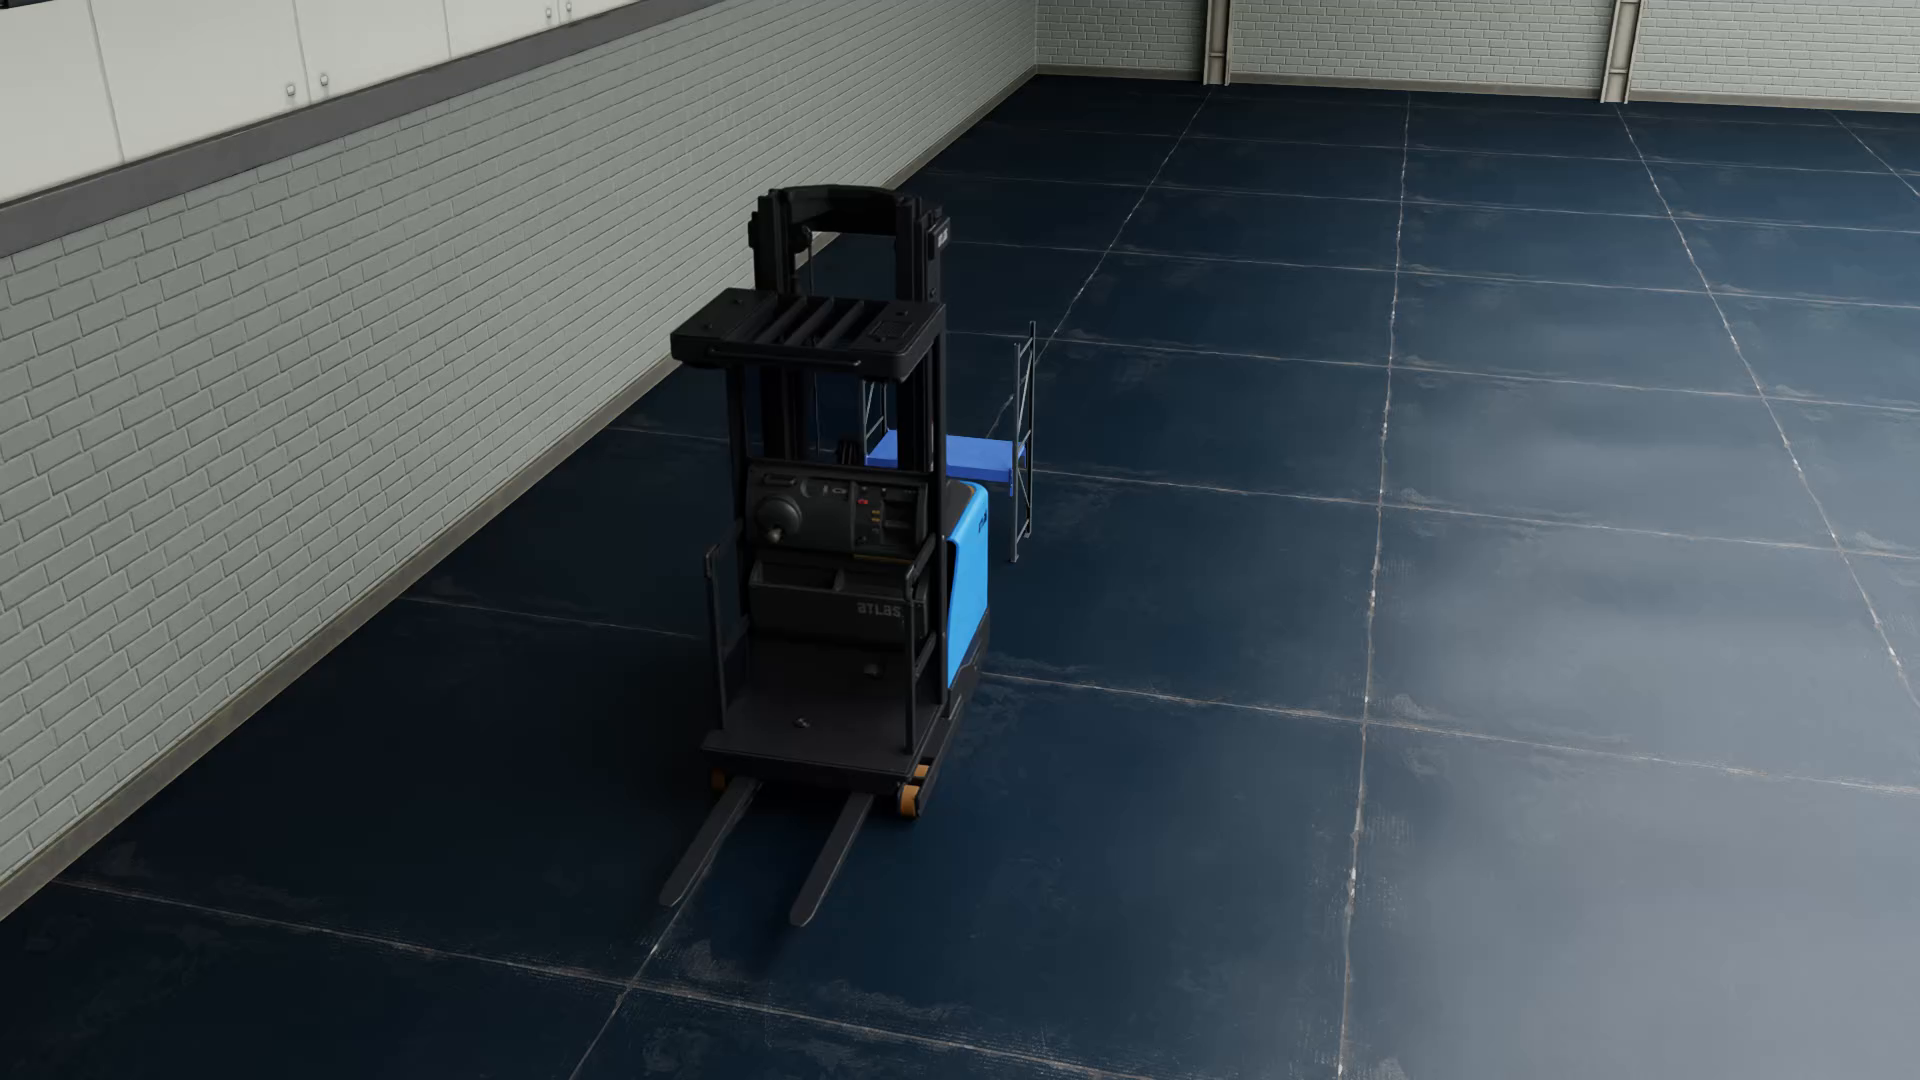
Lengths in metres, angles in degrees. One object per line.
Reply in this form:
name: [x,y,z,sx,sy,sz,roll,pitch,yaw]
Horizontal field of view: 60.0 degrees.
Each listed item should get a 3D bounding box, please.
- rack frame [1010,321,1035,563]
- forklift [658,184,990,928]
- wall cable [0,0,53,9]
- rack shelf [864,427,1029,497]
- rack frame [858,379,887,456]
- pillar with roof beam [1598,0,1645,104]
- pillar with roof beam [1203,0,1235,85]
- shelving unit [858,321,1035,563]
rack frame: [0.410,-0.632,10.832,0.032,1.500,0.500,6,26,13]
forklift: [-0.663,-0.111,8.073,1.130,2.935,3.031,6,26,12]
wall cable: [-3.889,-4.607,6.503,0.169,6.003,2.305,6,26,13]
rack shelf: [-0.083,-0.524,11.024,1.000,0.185,0.538,6,26,13]
rack frame: [-0.575,-0.741,11.061,0.032,1.500,0.500,6,26,13]
pillar with roof beam: [8.839,-8.935,19.548,0.400,9.000,9.100,6,26,13]
pillar with roof beam: [3.028,-9.577,20.898,0.400,9.000,9.100,6,26,13]
shelving unit: [-0.083,-0.686,10.947,1.048,1.500,0.538,6,26,13]
